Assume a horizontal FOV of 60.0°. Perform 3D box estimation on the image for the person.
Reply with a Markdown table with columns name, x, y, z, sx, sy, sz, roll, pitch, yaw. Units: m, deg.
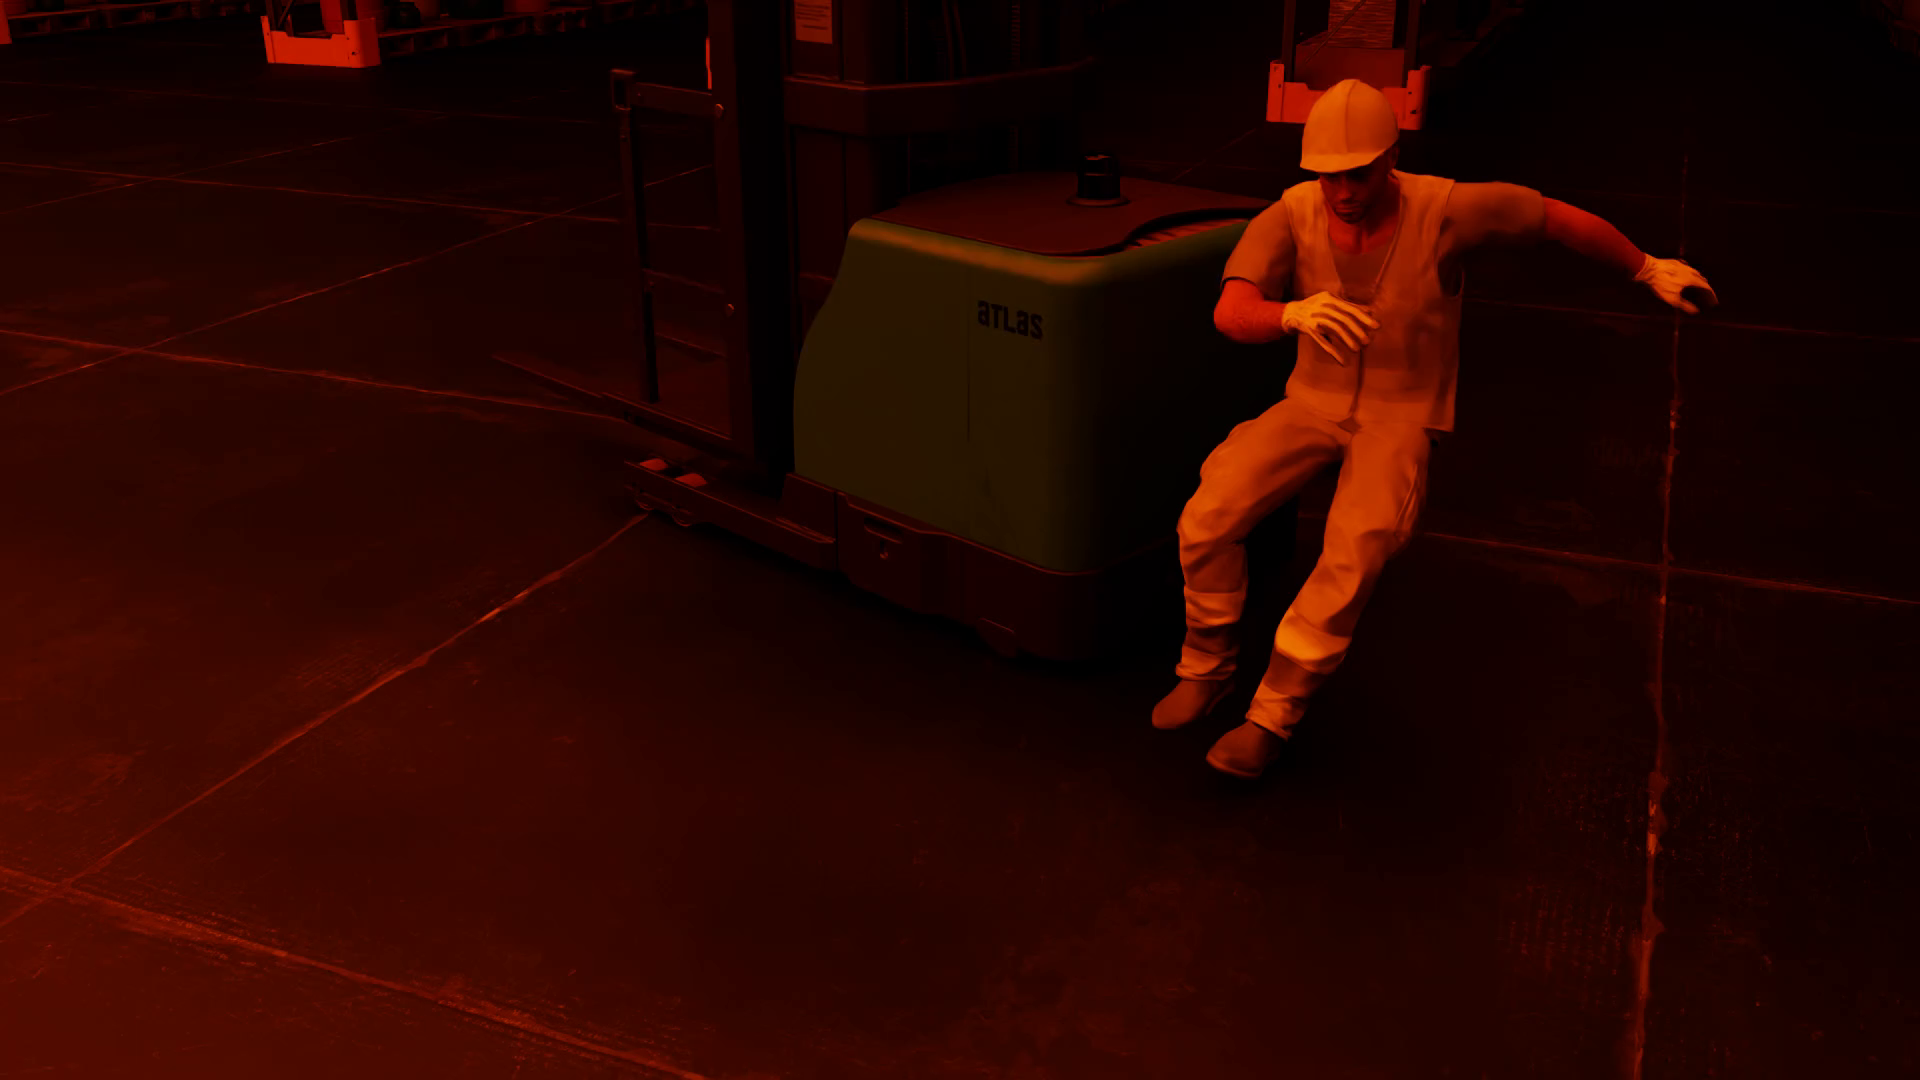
| name | x | y | z | sx | sy | sz | roll | pitch | yaw |
| --- | --- | --- | --- | --- | --- | --- | --- | --- | --- |
| person | 1.031 | -0.228 | 3.723 | 1.084 | 1.532 | 1.056 | 11 | 25 | 24 |

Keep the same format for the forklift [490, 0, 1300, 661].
| name | x | y | z | sx | sy | sz | roll | pitch | yaw |
| --- | --- | --- | --- | --- | --- | --- | --- | --- | --- |
| forklift | -0.434 | -1.518 | 4.923 | 3.031 | 2.935 | 1.130 | 21 | 30 | 40 |
